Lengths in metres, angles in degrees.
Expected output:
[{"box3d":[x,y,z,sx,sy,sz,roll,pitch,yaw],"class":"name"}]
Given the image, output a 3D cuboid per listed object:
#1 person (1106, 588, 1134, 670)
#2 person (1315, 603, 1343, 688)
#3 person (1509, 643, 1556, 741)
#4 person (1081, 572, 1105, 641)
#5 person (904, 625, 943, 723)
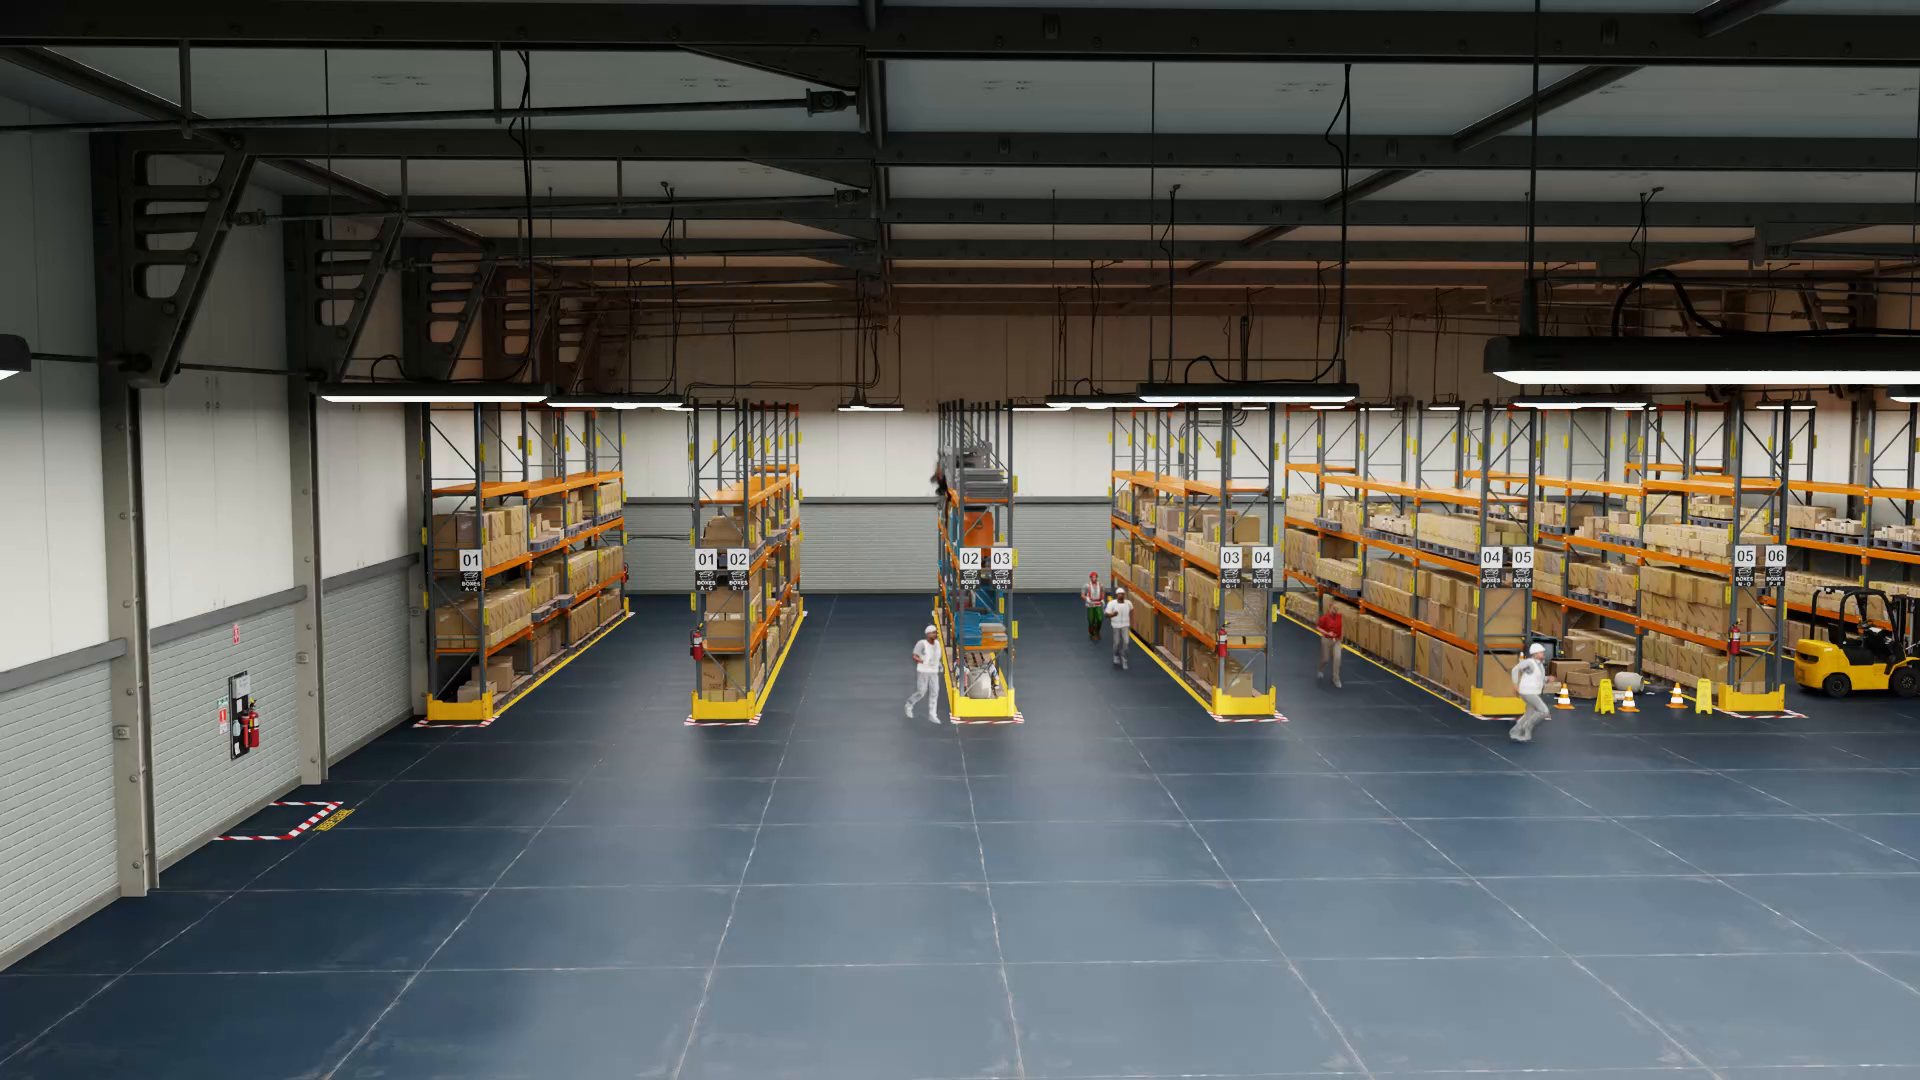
[{"box3d":[3.617,1.985,37.531,0.677,1.823,0.738,0,4,-3],"class":"person"},{"box3d":[7.845,2.194,35.262,0.679,1.739,1.031,-1,5,-16],"class":"person"},{"box3d":[9.931,2.649,28.836,0.766,1.723,0.690,4,6,42],"class":"person"},{"box3d":[3.361,1.675,41.676,0.648,1.759,0.640,0,4,-6],"class":"person"},{"box3d":[-0.590,2.475,31.003,0.717,1.778,0.867,-4,6,-40],"class":"person"}]
